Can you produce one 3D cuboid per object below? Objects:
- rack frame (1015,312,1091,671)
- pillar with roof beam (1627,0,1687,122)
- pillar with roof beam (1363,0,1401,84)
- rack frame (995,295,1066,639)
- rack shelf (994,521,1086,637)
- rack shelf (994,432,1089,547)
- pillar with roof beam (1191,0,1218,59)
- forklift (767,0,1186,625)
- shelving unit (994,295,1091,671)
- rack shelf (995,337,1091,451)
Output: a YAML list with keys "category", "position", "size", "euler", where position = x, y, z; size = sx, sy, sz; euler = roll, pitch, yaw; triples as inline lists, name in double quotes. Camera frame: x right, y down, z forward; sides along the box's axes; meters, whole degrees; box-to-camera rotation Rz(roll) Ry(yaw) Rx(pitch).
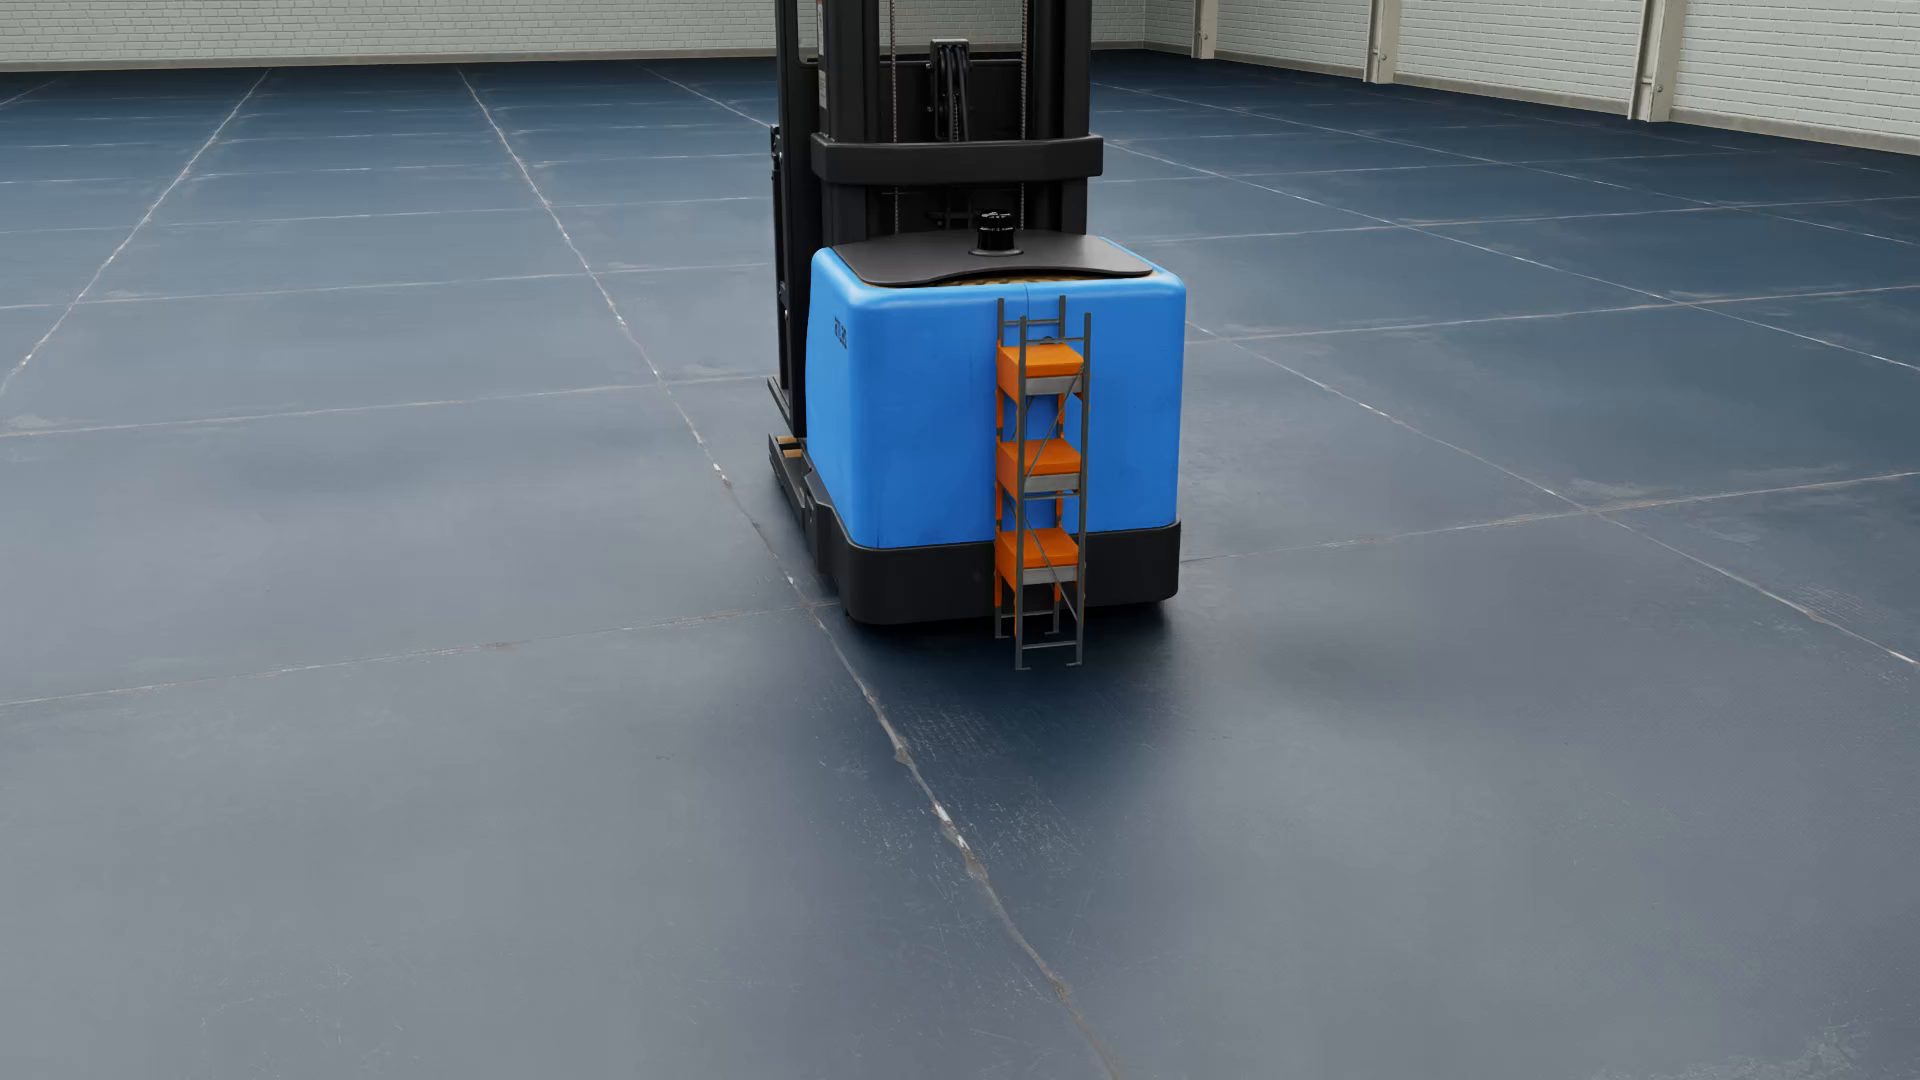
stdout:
- category: "rack frame"
  position: [0.260, -0.120, 4.698]
  size: [0.200, 1.050, 0.008]
  euler: [-4, 20, -12]
- category: "pillar with roof beam"
  position: [4.173, -8.815, 17.148]
  size: [9.100, 9.000, 0.400]
  euler: [-6, 21, -17]
- category: "pillar with roof beam"
  position: [2.287, -10.741, 22.508]
  size: [9.100, 9.000, 0.400]
  euler: [-6, 21, -17]
- category: "rack frame"
  position: [0.205, -0.201, 4.922]
  size: [0.200, 1.050, 0.008]
  euler: [-4, 20, -12]
- category: "rack shelf"
  position: [0.233, 0.111, 4.907]
  size: [0.215, 0.259, 0.240]
  euler: [-4, 20, -12]
- category: "rack shelf"
  position: [0.233, -0.150, 4.814]
  size: [0.215, 0.259, 0.240]
  euler: [-4, 20, -12]
- category: "pillar with roof beam"
  position: [0.402, -12.666, 27.869]
  size: [9.100, 9.000, 0.400]
  euler: [-6, 21, -17]
- category: "forklift"
  position: [-0.142, -1.587, 5.999]
  size: [1.130, 2.935, 3.031]
  euler: [-4, 20, -12]
- category: "shelving unit"
  position: [0.233, -0.160, 4.810]
  size: [0.215, 1.050, 0.252]
  euler: [-4, 20, -12]
- category: "rack shelf"
  position: [0.233, -0.417, 4.718]
  size: [0.215, 0.259, 0.240]
  euler: [-4, 20, -12]
